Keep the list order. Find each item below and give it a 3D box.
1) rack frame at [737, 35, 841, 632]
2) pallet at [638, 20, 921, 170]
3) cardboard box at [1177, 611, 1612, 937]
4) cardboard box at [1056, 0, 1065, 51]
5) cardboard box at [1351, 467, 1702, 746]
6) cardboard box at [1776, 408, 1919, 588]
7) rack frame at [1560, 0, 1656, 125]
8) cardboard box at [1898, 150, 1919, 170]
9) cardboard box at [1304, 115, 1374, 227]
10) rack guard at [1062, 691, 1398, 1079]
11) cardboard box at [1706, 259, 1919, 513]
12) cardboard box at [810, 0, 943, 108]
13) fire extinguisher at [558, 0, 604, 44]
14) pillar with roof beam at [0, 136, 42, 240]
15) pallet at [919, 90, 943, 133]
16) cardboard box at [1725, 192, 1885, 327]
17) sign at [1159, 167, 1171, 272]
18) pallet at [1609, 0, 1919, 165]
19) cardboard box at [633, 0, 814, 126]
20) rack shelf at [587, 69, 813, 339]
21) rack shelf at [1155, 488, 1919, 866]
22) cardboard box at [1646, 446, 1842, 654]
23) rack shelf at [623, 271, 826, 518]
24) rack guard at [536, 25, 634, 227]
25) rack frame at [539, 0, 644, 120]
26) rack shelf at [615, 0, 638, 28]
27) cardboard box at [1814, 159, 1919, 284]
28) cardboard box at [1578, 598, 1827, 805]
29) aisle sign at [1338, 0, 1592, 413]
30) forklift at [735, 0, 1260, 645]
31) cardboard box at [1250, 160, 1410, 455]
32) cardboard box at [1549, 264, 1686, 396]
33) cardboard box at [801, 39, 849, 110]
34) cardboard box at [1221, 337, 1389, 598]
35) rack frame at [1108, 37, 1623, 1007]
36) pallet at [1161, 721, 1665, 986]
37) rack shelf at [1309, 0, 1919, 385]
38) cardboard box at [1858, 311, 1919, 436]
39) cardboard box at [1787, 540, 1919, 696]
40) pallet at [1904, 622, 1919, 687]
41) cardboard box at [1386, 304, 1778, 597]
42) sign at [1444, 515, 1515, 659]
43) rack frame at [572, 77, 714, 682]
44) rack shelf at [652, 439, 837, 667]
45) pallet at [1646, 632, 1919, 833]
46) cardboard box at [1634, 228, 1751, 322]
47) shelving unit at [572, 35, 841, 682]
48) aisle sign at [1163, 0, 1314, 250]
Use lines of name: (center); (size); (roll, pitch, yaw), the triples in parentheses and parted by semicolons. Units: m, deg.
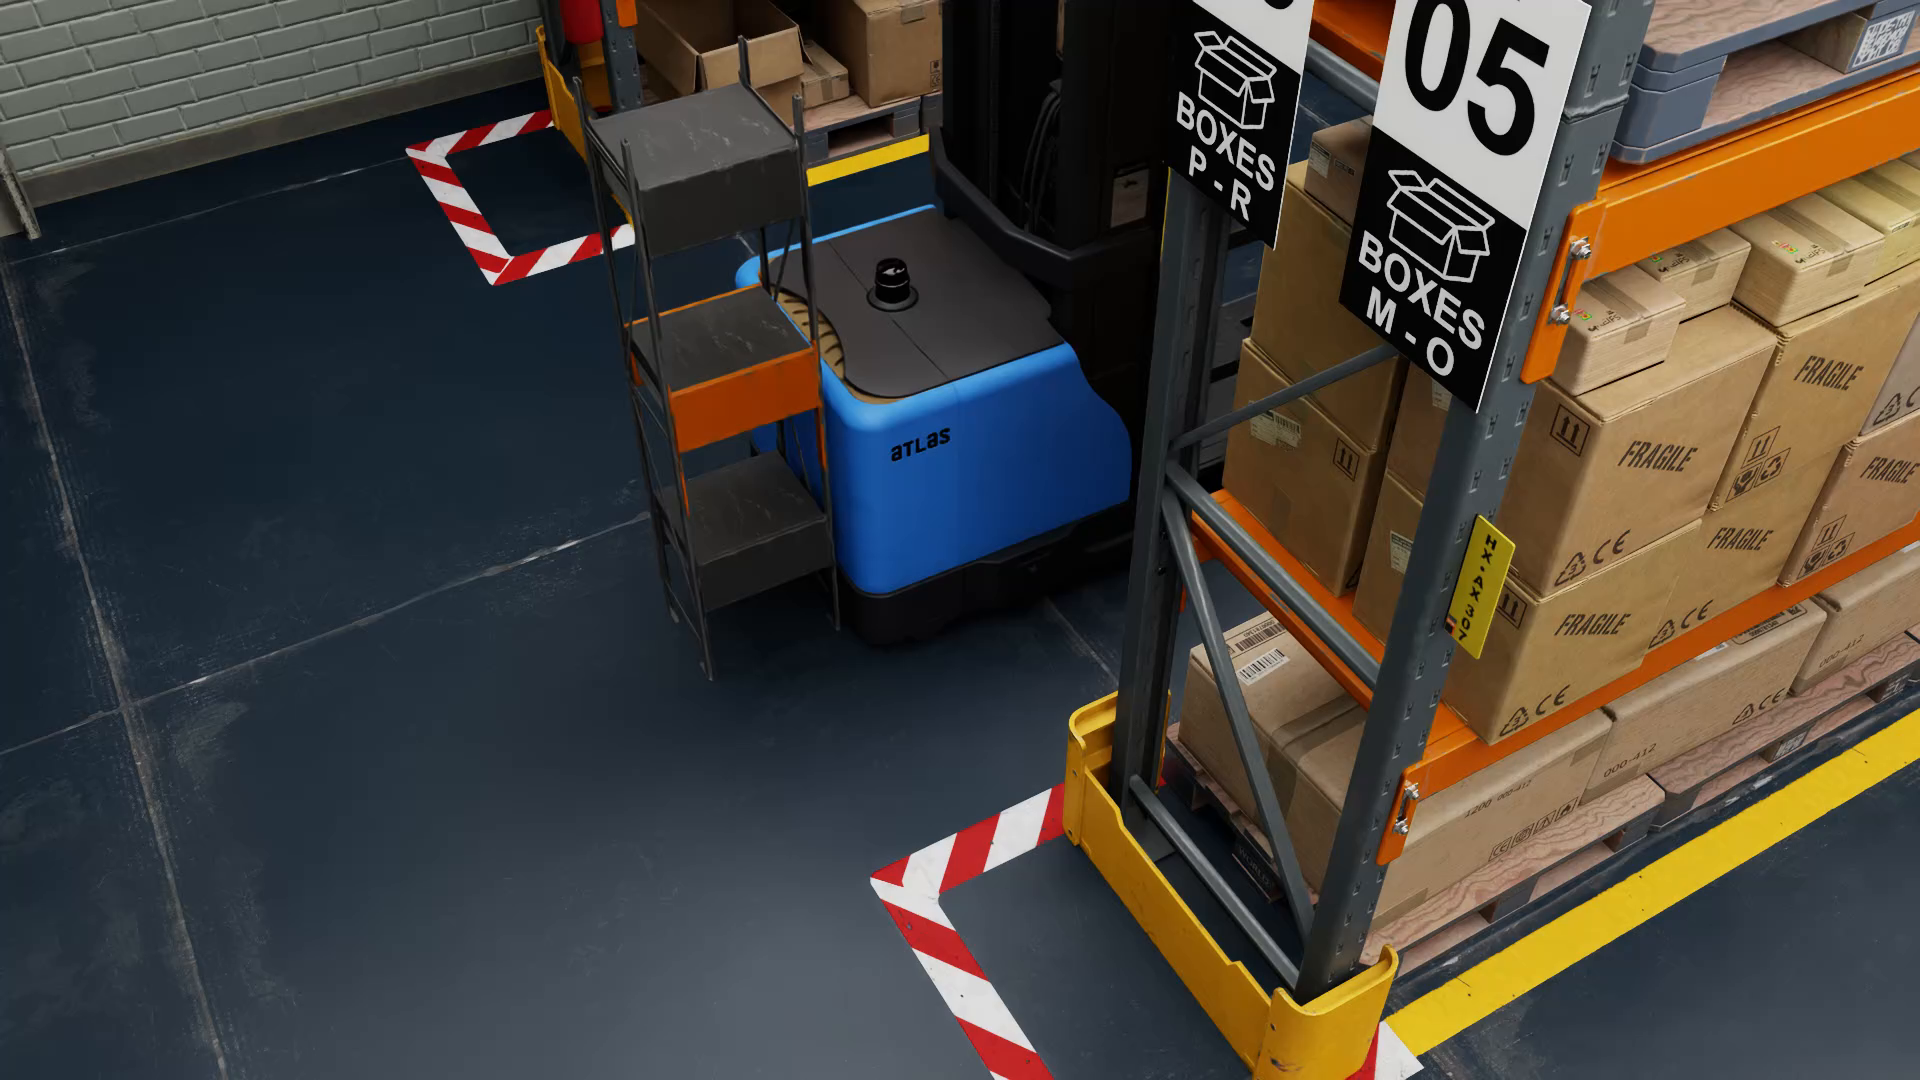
rack frame: (-0.527, -0.551, 5.310); (0.015, 2.100, 0.400); (-21, 48, -20)
pallet: (-0.957, -2.199, 8.365); (1.213, 0.211, 1.003); (-22, 48, -21)
cardboard box: (1.285, 0.579, 5.038); (0.875, 0.438, 0.875); (-23, 49, -22)
cardboard box: (0.525, -2.938, 8.617); (0.500, 0.500, 0.700); (-24, 49, -22)
cardboard box: (1.322, 0.071, 3.952); (0.500, 0.500, 0.500); (-22, 48, -21)
cardboard box: (2.197, -0.287, 4.321); (0.500, 0.500, 0.500); (-22, 48, -21)
rack frame: (0.763, -2.053, 1.904); (0.127, 3.000, 1.000); (-22, 48, -21)
cardboard box: (2.103, -0.864, 3.731); (0.250, 0.149, 0.380); (-21, 48, -21)
cardboard box: (0.974, -0.773, 3.638); (0.250, 0.149, 0.380); (-21, 48, -20)
rack guard: (0.742, 1.005, 4.856); (0.348, 0.500, 1.175); (-22, 48, -21)
cardboard box: (1.765, -0.473, 3.794); (0.500, 0.500, 0.500); (-23, 49, -22)
cardboard box: (-0.375, -2.578, 8.246); (0.500, 0.500, 0.700); (-20, 48, -19)
fire extinguisher: (-1.611, -2.405, 6.897); (0.183, 0.674, 0.296); (-22, 48, -21)
pillar with roof beam: (-2.356, -2.059, 1.910); (0.400, 9.000, 9.100); (-22, 48, -21)
pallet: (0.100, -2.620, 8.798); (1.213, 0.211, 1.003); (-22, 48, -21)
cardboard box: (1.683, -0.639, 3.499); (0.250, 0.149, 0.380); (-20, 48, -20)
sign: (0.504, -0.733, 3.850); (0.005, 0.325, 0.100); (-22, 48, -21)
pallet: (1.401, -1.209, 3.251); (1.213, 0.211, 1.003); (-22, 48, -21)
cardboard box: (-1.136, -2.306, 7.964); (0.637, 0.503, 0.797); (-24, 49, -22)
rack shelf: (-0.741, -0.962, 4.748); (0.480, 0.518, 0.431); (-21, 48, -20)
rack shelf: (2.497, -0.336, 4.959); (4.000, 0.370, 1.077); (-22, 48, -21)
cardboard box: (1.747, -0.122, 4.150); (0.500, 0.500, 0.500); (-22, 48, -21)
rack shelf: (-0.741, -0.459, 5.235); (0.480, 0.518, 0.431); (-21, 48, -20)
rack guard: (-1.647, -2.026, 7.978); (0.348, 0.500, 1.175); (-22, 48, -21)
rack frame: (-1.713, -2.896, 7.081); (0.127, 3.000, 1.000); (-22, 48, -21)
rack shelf: (0.021, -3.332, 8.046); (4.000, 0.370, 1.077); (-22, 48, -21)
cardboard box: (1.902, -0.741, 3.604); (0.250, 0.149, 0.380); (-23, 49, -22)
cardboard box: (2.074, 0.256, 5.370); (0.875, 0.438, 0.875); (-21, 48, -20)
aisle sign: (0.845, -0.633, 2.882); (0.004, 0.787, 0.394); (-22, 48, -21)
forklift: (0.755, -1.437, 5.626); (3.031, 2.935, 1.130); (-21, 48, -20)
cardboard box: (1.062, -0.606, 3.931); (0.500, 0.500, 0.500); (-20, 48, -20)
cardboard box: (1.208, -0.484, 3.339); (0.250, 0.149, 0.380); (-21, 48, -20)
cardboard box: (-0.748, -2.303, 8.215); (0.250, 0.149, 0.380); (-24, 49, -22)
cardboard box: (1.049, -0.263, 4.296); (0.500, 0.500, 0.500); (-22, 48, -21)
rack frame: (0.763, 0.100, 3.994); (0.127, 3.000, 1.000); (-22, 48, -21)
pallet: (1.417, 0.776, 5.299); (1.213, 0.211, 1.003); (-22, 48, -21)
rack shelf: (2.497, -1.413, 3.914); (4.000, 0.370, 1.077); (-22, 48, -21)
cardboard box: (2.208, -0.656, 3.983); (0.500, 0.500, 0.500); (-22, 48, -21)
cardboard box: (2.857, -0.055, 5.692); (0.875, 0.438, 0.875); (-23, 49, -22)
pallet: (3.533, -0.071, 6.172); (1.213, 0.211, 1.003); (-22, 48, -21)
cardboard box: (1.321, -0.290, 3.605); (0.500, 0.500, 0.500); (-23, 49, -22)
sign: (1.034, 0.098, 3.317); (0.005, 0.325, 0.100); (-22, 48, -21)
rack frame: (-0.954, -0.387, 5.141); (0.015, 2.100, 0.400); (-21, 48, -20)
rack shelf: (-0.741, 0.043, 5.723); (0.480, 0.518, 0.431); (-21, 48, -20)
pallet: (2.474, 0.355, 5.733); (1.213, 0.211, 1.003); (-22, 48, -21)
cardboard box: (1.400, -0.618, 3.477); (0.250, 0.149, 0.380); (-21, 48, -20)
shelving unit: (-0.741, -0.469, 5.226); (0.503, 2.100, 0.431); (-21, 48, -20)
aisle sign: (0.546, -0.996, 3.255); (0.004, 0.787, 0.394); (-22, 48, -21)
